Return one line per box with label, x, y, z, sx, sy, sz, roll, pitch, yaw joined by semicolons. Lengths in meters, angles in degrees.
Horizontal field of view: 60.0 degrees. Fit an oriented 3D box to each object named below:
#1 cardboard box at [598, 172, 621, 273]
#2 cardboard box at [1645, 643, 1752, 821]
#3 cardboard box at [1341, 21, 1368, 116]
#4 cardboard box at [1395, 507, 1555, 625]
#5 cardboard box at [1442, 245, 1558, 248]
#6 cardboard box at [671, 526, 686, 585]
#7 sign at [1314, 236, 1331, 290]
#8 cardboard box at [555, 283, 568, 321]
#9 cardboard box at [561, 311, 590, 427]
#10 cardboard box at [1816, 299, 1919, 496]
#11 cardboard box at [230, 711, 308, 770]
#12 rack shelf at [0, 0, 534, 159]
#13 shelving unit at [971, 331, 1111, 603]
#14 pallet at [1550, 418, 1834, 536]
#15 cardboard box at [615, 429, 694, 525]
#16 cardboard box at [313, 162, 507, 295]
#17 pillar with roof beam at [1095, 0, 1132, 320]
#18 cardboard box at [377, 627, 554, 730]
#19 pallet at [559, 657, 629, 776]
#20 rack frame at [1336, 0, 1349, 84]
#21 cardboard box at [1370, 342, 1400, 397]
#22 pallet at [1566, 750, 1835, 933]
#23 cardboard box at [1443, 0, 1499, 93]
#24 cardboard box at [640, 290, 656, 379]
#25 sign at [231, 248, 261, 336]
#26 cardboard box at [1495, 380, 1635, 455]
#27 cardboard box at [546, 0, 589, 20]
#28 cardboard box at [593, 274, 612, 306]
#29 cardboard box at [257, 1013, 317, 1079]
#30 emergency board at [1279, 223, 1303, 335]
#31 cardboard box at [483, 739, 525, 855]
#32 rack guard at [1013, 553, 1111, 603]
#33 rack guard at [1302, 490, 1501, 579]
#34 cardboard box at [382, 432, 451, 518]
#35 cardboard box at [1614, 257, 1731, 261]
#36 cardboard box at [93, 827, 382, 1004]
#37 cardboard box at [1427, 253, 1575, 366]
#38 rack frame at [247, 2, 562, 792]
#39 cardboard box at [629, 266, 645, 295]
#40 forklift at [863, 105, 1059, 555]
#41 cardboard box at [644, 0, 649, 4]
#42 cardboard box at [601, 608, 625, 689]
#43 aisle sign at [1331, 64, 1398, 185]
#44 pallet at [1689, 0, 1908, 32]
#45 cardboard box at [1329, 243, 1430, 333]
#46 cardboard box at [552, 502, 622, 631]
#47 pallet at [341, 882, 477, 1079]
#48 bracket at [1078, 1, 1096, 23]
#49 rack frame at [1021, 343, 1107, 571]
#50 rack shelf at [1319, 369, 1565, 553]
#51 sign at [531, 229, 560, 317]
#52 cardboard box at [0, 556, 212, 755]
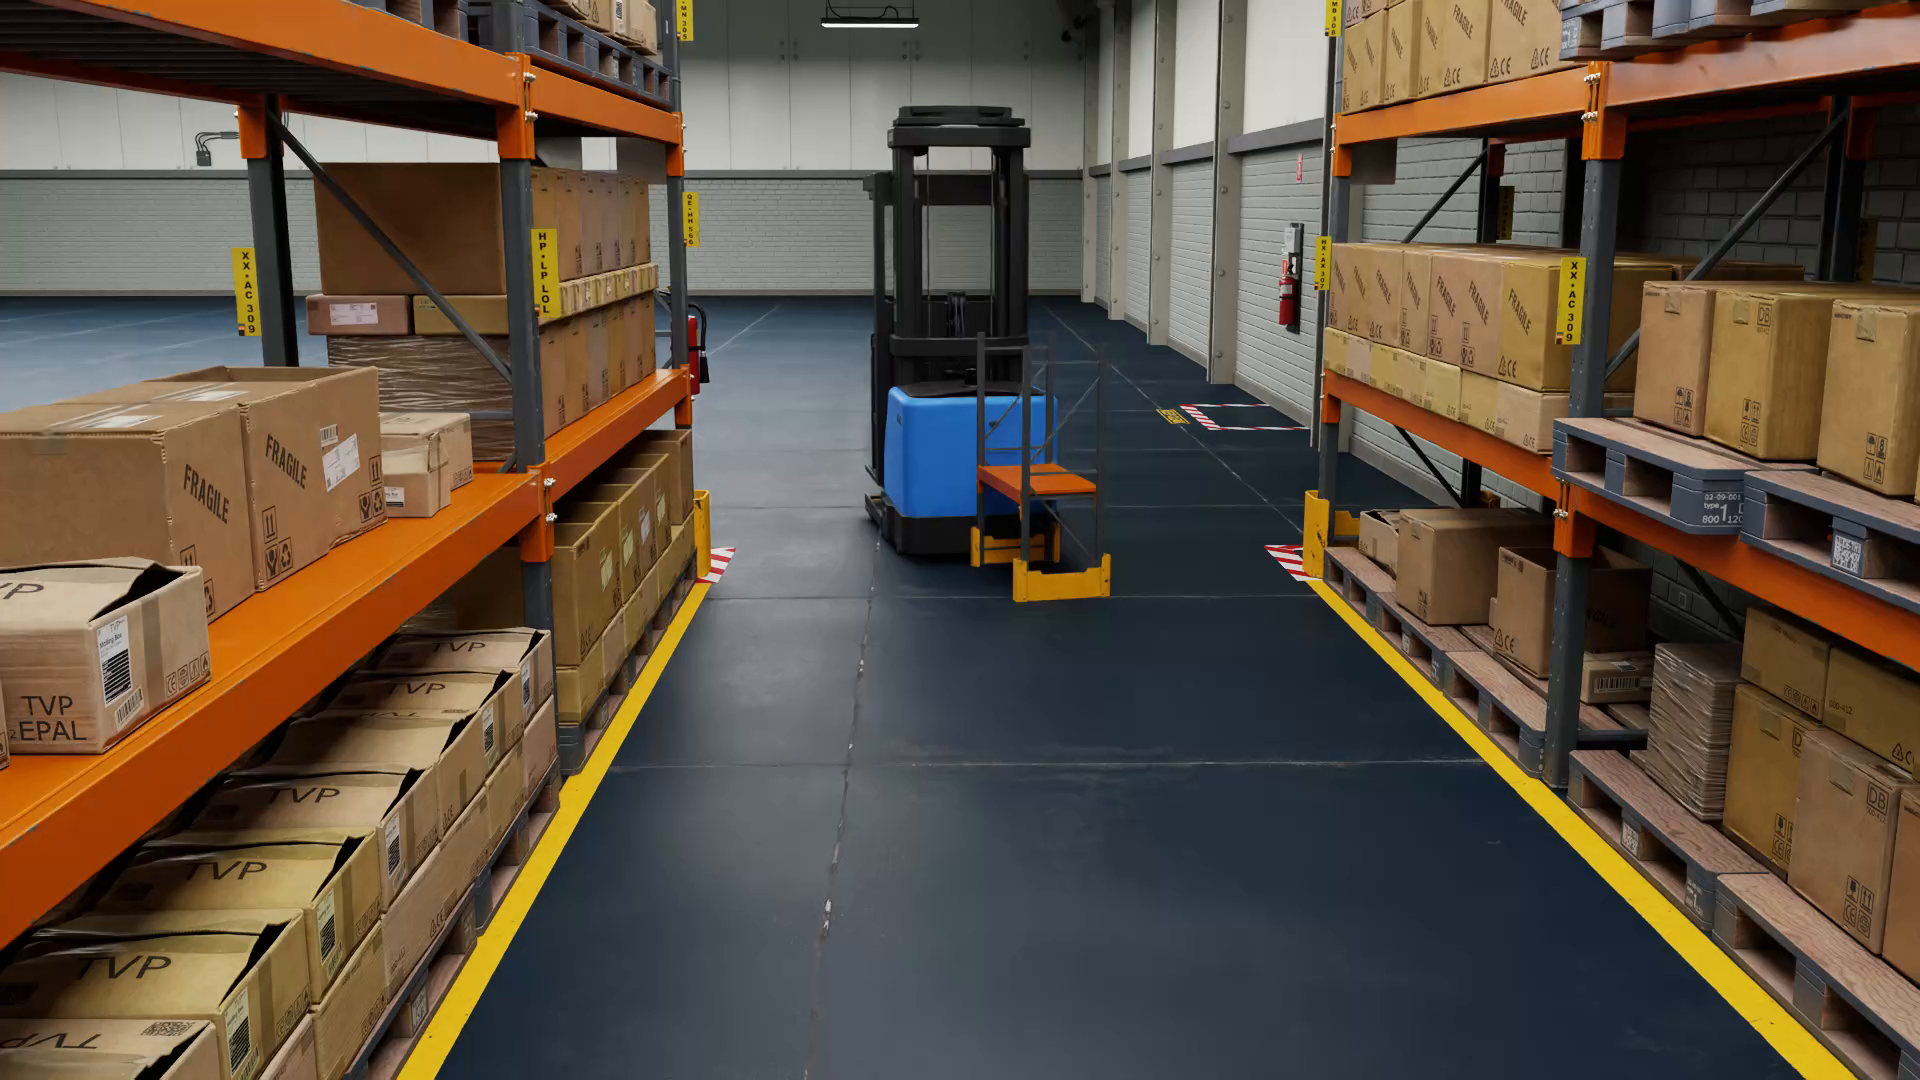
cardboard box;-2.150;-1.635;8.560;0.700;0.500;0.500;0;11;-1
cardboard box;2.891;0.671;5.886;0.700;0.500;0.500;0;11;1
cardboard box;2.534;-2.741;9.679;0.500;0.500;0.500;0;11;0
cardboard box;2.678;0.127;8.569;0.700;0.500;0.500;-1;12;-5
cardboard box;2.999;-1.390;9.309;0.500;0.500;0.500;0;11;0
cardboard box;-1.847;0.088;9.440;0.500;0.250;0.500;0;11;-1
sign;2.234;-1.702;10.225;0.100;0.325;0.005;0;11;-1
cardboard box;-1.924;-1.038;7.247;0.380;0.149;0.250;0;11;-2
cardboard box;-2.133;-0.805;7.732;0.700;0.500;0.500;0;11;0
cardboard box;2.885;-0.406;4.657;0.700;0.500;0.500;1;12;7
cardboard box;-2.317;0.689;5.067;0.500;0.311;0.500;-1;11;-3
rack shelf;-2.052;-1.183;4.112;1.077;0.370;4.000;0;11;-1
shelving unit;0.481;-0.485;10.175;0.587;1.500;1.083;-3;12;-14
pallet;2.730;-0.238;5.670;1.003;0.211;1.213;0;11;-1
cardboard box;-1.867;-0.379;9.856;0.500;0.500;0.500;0;11;-1
cardboard box;-2.109;-1.236;6.594;0.700;0.500;0.500;0;11;-1
pillar with roof beam;-1.144;-8.837;32.486;9.100;9.000;0.548;0;11;-1
cardboard box;-1.798;0.483;6.083;0.500;0.311;0.500;0;11;-1
pallet;-2.068;0.745;7.356;1.003;0.211;1.213;0;11;-1
rack frame;2.777;-4.220;9.725;1.000;3.000;0.127;0;11;-1
cardboard box;2.499;-0.913;8.842;0.500;0.250;0.500;0;11;-2
pallet;2.877;1.037;5.917;1.003;0.211;1.213;0;11;-1
cardboard box;2.555;-2.323;7.620;0.500;0.500;0.500;-1;11;-3
cardboard box;-2.179;-1.215;9.750;0.700;0.500;0.500;0;11;-1
sign;-2.648;-0.924;6.192;0.100;0.325;0.005;0;11;-1
cardboard box;2.546;-0.514;6.873;0.500;0.250;0.500;0;11;-1
cardboard box;-1.851;-2.373;6.981;0.500;0.311;0.500;-1;12;-4
cardboard box;-1.943;-1.242;8.253;0.380;0.149;0.250;0;11;-2
cardboard box;-1.739;1.268;3.623;0.500;0.250;0.500;-1;11;-3
emergency board;3.519;-2.828;17.955;0.194;1.169;0.643;0;11;-1
cardboard box;-1.786;0.860;5.634;0.500;0.250;0.500;0;11;-2
rack guard;0.603;0.224;9.826;0.587;0.250;0.087;-3;12;-14
rack guard;2.778;-0.039;10.496;1.175;0.500;0.348;0;11;-1
cardboard box;-1.892;-0.223;5.454;0.396;0.266;0.258;-1;11;-3
cardboard box;3.051;-0.985;7.313;0.500;0.500;0.500;0;11;-1
cardboard box;-1.755;0.888;4.089;0.500;0.311;0.500;-1;11;-3
cardboard box;2.525;-1.080;7.780;0.500;0.500;0.500;-1;11;-3
rack frame;-2.093;-0.463;6.299;1.000;3.000;0.127;0;11;-1
cardboard box;-1.965;-1.447;9.266;0.380;0.149;0.250;0;11;-2
forklift;-0.103;-1.586;12.004;1.130;2.935;3.031;-2;12;-9
cardboard box;-2.168;-2.939;9.291;0.797;0.503;0.637;1;11;3
cardboard box;-1.805;0.486;7.481;0.500;0.250;0.500;0;11;-1
aisle sign;2.475;-2.567;10.128;0.394;0.787;0.004;0;11;-1
pallet;2.790;-1.533;4.500;1.213;0.211;1.003;0;11;-1
cardboard box;2.486;-1.487;9.786;0.500;0.500;0.500;0;11;-1
cardboard box;-1.808;0.118;7.406;0.500;0.500;0.500;0;11;-1
pallet;-2.011;1.293;4.656;1.003;0.211;1.213;0;11;-1
bracket;2.743;-11.215;35.156;0.076;0.066;4.783;0;11;-1
rack frame;0.603;-0.388;9.701;0.500;1.500;0.032;-3;12;-14
rack shelf;2.818;-0.529;8.434;1.077;0.370;4.000;0;11;-1
sign;-1.551;-0.996;6.212;0.100;0.325;0.005;0;11;-1
cardboard box;-1.835;0.197;3.268;0.500;0.311;0.500;0;11;-2
